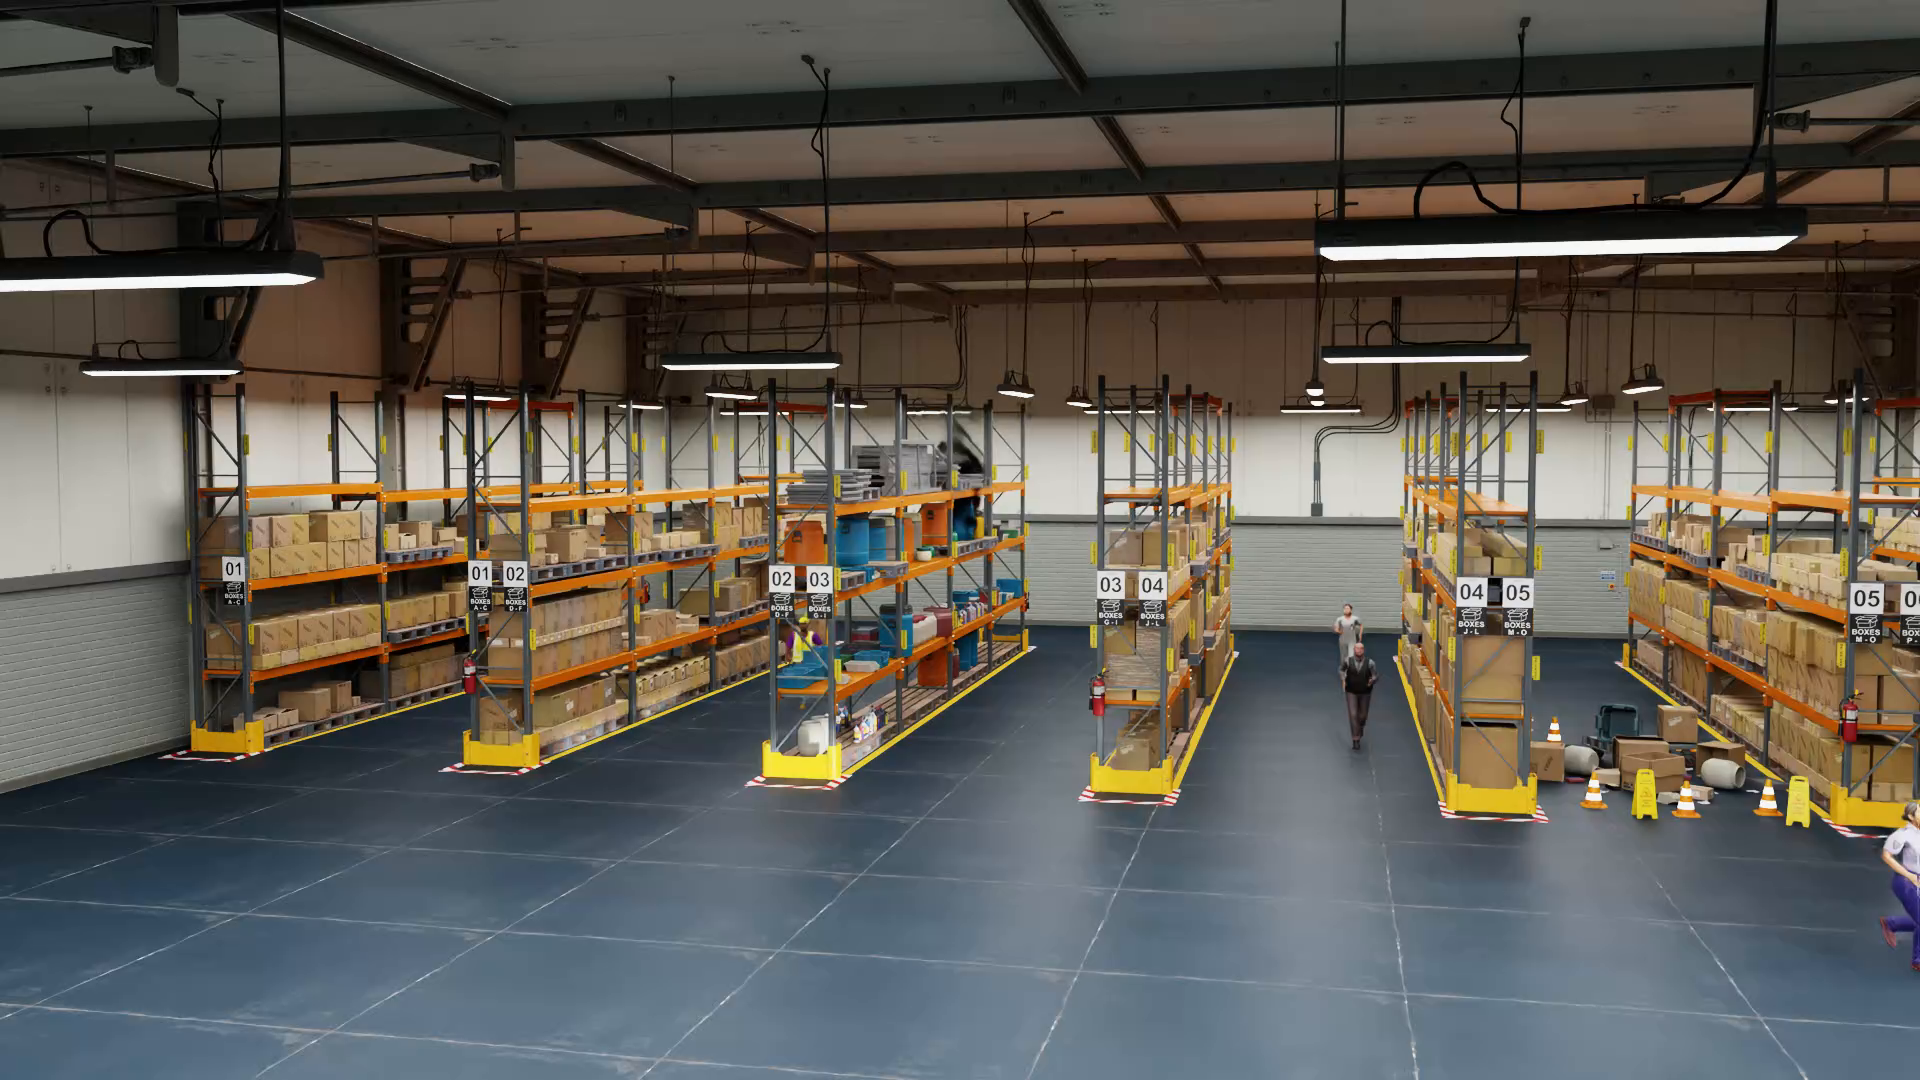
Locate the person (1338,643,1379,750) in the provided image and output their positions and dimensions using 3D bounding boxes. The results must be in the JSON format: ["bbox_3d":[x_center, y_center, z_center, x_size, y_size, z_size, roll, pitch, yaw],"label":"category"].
[{"bbox_3d":[6.625,2.568,27.652,0.663,1.727,0.928,1,3,10],"label":"person"}]

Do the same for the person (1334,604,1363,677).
[{"bbox_3d":[8.145,2.152,34.910,0.581,1.626,1.053,1,3,17],"label":"person"}]

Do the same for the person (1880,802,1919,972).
[{"bbox_3d":[9.081,3.308,15.899,0.608,1.610,0.670,-2,4,-30],"label":"person"}]

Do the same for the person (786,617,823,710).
[{"bbox_3d":[-2.967,2.330,31.678,0.699,1.738,0.758,0,3,2],"label":"person"}]
